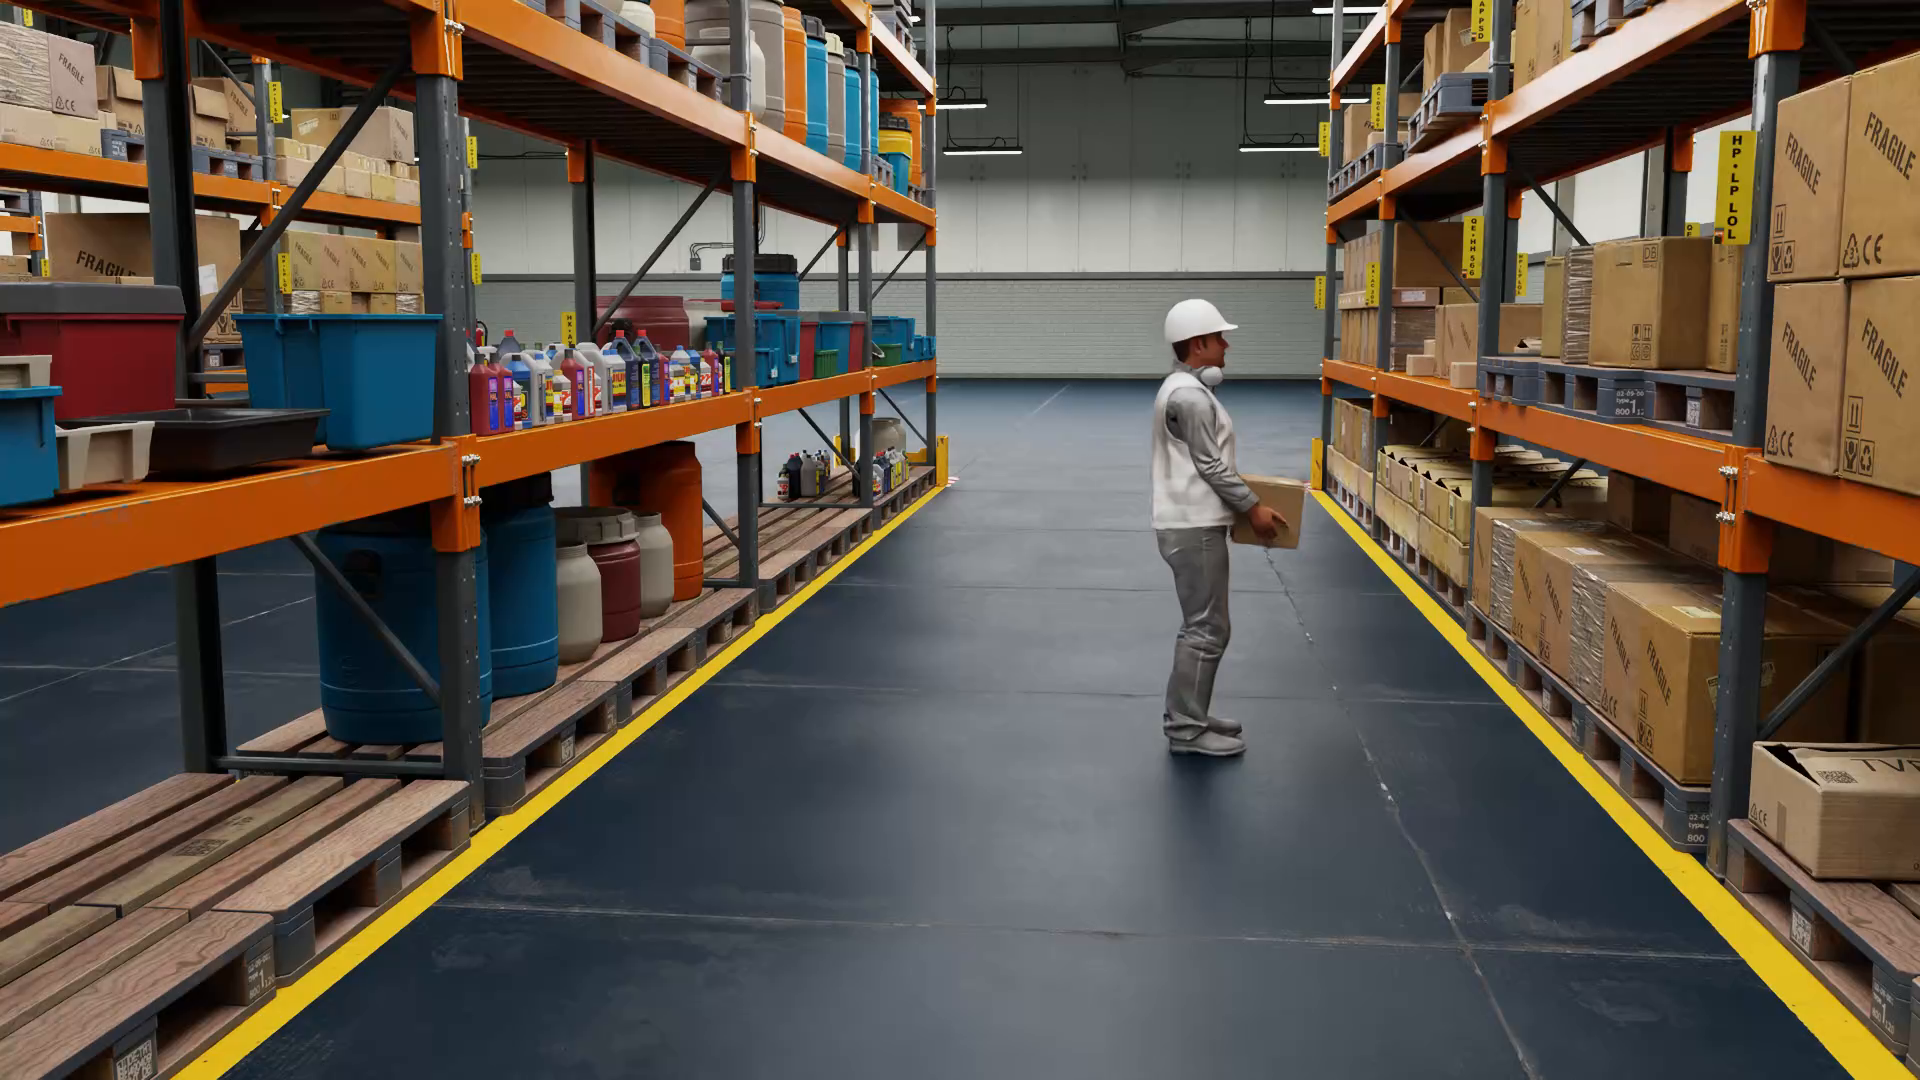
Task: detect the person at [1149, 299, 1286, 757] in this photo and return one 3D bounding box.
[{"bbox_3d":[1.016,-0.058,6.606,0.529,1.778,0.528,1,8,6],"label":"person"}]
